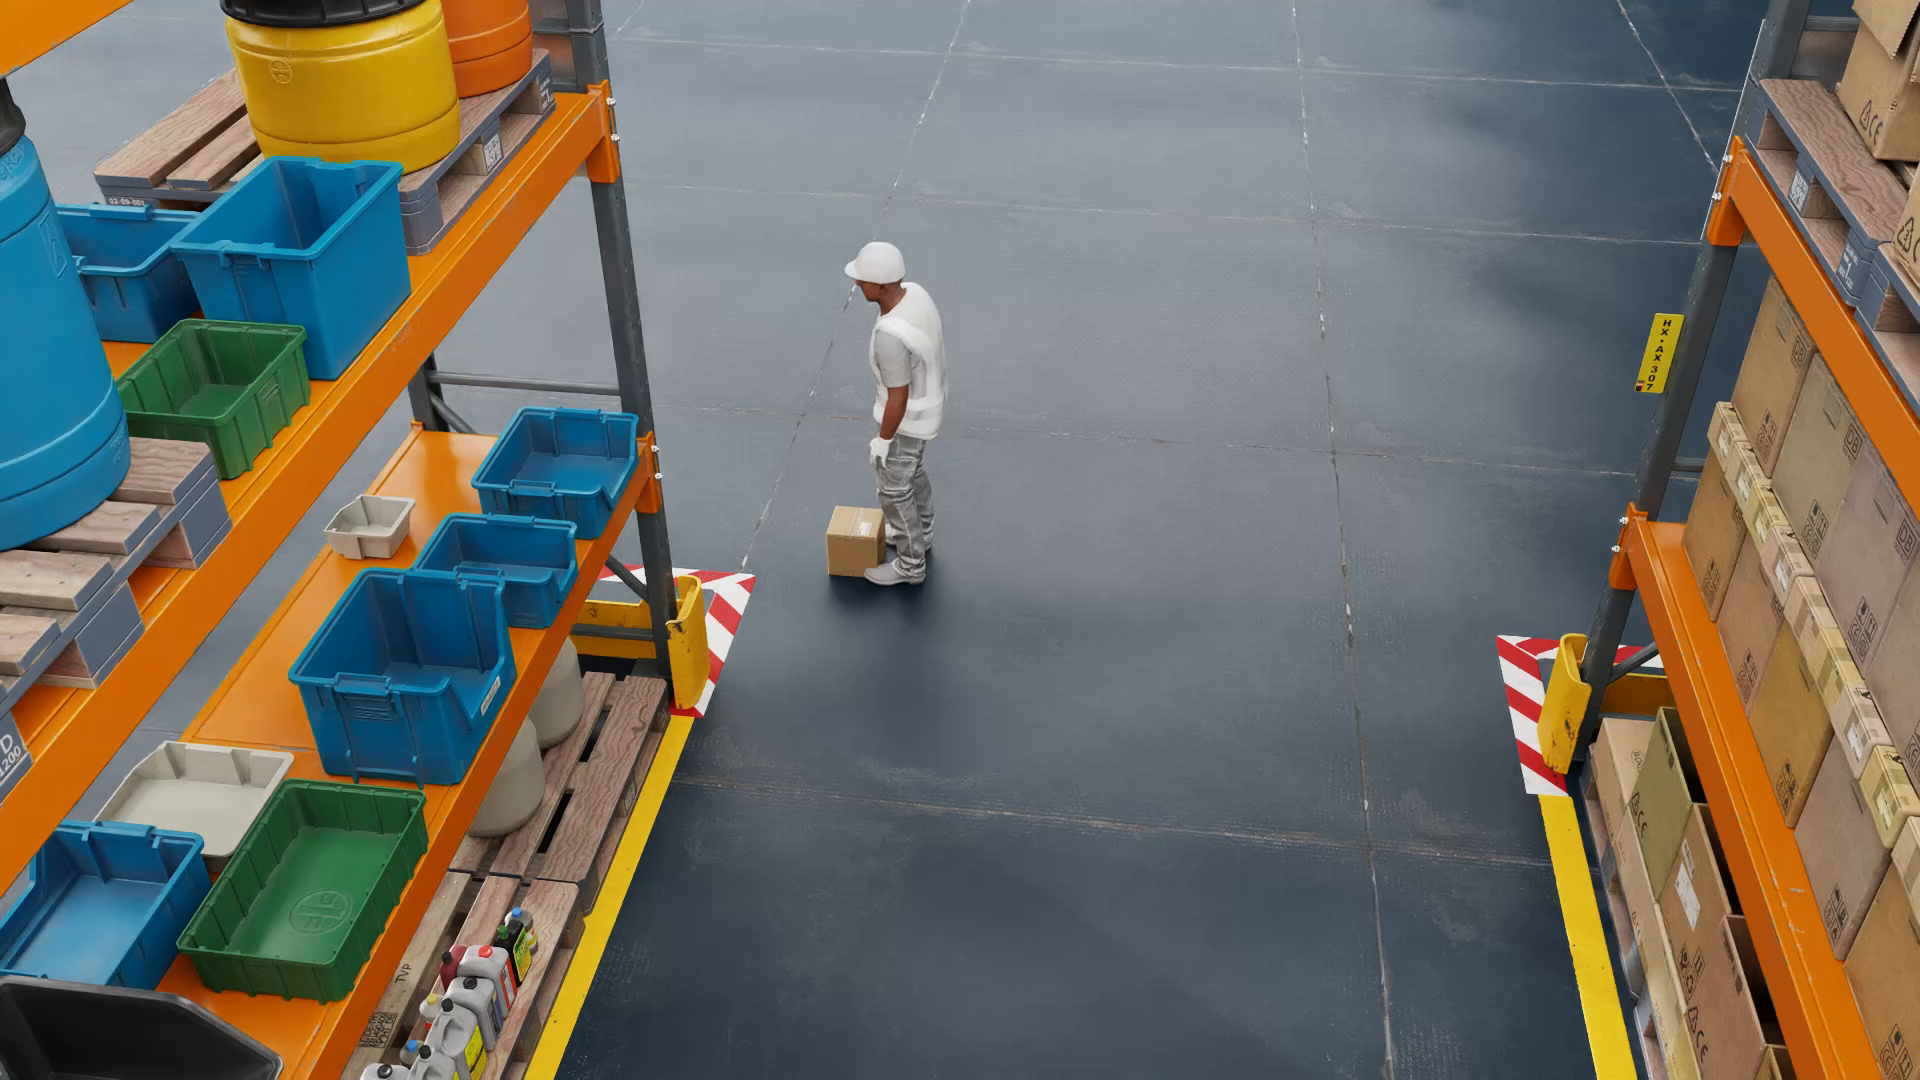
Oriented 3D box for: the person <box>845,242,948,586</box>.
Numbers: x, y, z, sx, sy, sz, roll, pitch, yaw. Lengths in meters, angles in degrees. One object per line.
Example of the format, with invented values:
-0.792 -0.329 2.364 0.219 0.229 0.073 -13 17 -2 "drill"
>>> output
-0.287 -0.594 7.854 0.446 1.775 0.617 6 36 8 "person"
